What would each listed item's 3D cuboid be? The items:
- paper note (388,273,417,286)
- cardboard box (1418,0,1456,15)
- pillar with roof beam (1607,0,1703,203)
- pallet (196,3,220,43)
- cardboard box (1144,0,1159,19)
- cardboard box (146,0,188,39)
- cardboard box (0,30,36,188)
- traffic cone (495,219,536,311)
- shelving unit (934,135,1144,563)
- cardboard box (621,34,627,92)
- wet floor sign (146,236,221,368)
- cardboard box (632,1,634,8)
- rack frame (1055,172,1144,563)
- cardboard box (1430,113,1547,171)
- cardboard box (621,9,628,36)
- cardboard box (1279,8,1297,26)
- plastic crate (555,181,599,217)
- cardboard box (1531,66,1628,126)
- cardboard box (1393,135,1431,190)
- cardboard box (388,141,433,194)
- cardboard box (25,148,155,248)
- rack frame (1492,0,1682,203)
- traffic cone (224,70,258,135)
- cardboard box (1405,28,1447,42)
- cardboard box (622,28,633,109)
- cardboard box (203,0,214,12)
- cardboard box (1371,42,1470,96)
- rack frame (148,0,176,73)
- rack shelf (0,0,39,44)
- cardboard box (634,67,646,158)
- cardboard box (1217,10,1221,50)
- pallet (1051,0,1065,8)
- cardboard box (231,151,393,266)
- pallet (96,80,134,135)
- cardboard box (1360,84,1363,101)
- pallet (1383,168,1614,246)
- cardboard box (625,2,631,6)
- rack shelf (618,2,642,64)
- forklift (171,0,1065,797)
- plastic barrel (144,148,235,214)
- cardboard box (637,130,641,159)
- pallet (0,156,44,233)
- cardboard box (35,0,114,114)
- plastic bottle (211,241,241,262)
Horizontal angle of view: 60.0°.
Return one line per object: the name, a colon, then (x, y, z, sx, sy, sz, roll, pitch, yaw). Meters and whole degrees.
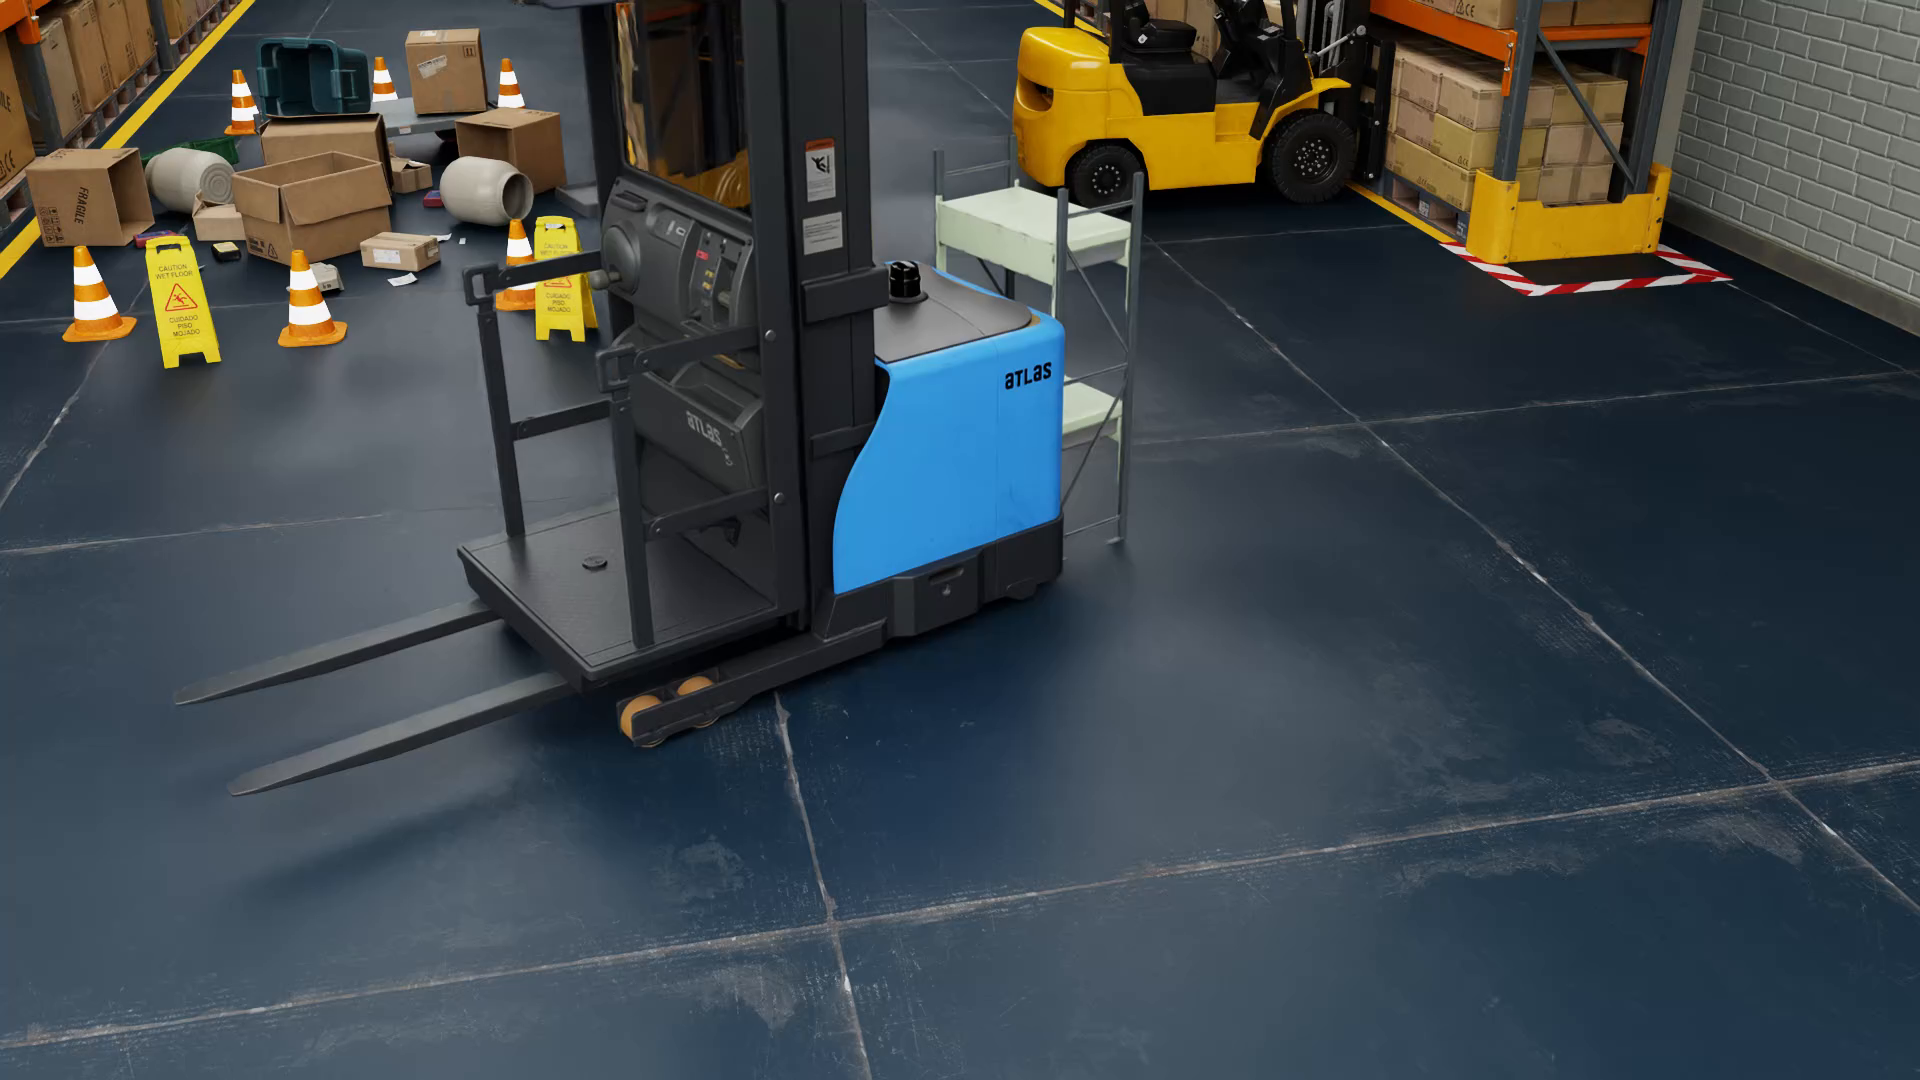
paper note: (-3.265, -1.529, 9.746, 0.148, 0.019, 0.142, -16, 31, -29)
cardboard box: (3.248, -3.610, 10.463, 0.500, 0.500, 0.500, -5, 27, -10)
pillar with roof beam: (0.250, -5.786, 8.226, 9.100, 9.000, 0.400, -6, 27, -12)
pallet: (-8.161, -5.240, 16.897, 1.003, 0.211, 1.213, -6, 27, -12)
cardboard box: (2.202, -5.226, 15.944, 0.875, 0.625, 0.625, -5, 27, -10)
cardboard box: (-7.626, -5.015, 15.665, 0.500, 0.500, 0.500, -7, 28, -14)
cardboard box: (-6.740, -2.807, 10.874, 0.875, 0.875, 0.875, -6, 27, -11)
traffic cone: (-2.466, -1.567, 9.342, 0.336, 0.463, 0.334, -6, 27, -12)
shelving unit: (0.286, -0.754, 6.579, 0.431, 1.500, 0.755, -19, 32, -33)
cardboard box: (-2.300, -3.958, 13.712, 0.950, 0.372, 0.625, -4, 27, -8)
wet floor sign: (-3.977, -1.232, 8.475, 0.267, 0.644, 0.232, -11, 29, -20)
cardboard box: (-1.611, -3.250, 9.419, 0.500, 0.500, 0.500, -6, 27, -11)
rack frame: (0.509, -0.623, 6.320, 0.400, 1.500, 0.023, -19, 32, -33)
cardboard box: (3.308, -2.513, 10.430, 0.500, 0.250, 0.500, -6, 27, -12)
cardboard box: (-2.174, -3.635, 11.656, 0.380, 0.149, 0.250, -6, 27, -11)
cardboard box: (2.730, -3.840, 12.505, 0.500, 0.250, 0.500, -6, 27, -12)
plastic crate: (-2.459, -2.322, 11.262, 0.402, 0.080, 0.583, -16, 31, -29)
cardboard box: (3.799, -2.784, 10.413, 0.500, 0.250, 0.500, -6, 27, -12)
cardboard box: (3.206, -2.501, 10.962, 0.500, 0.250, 0.500, -6, 27, -12)
cardboard box: (-3.921, -2.602, 11.610, 0.396, 0.266, 0.258, 19, 32, 32)
cardboard box: (-5.464, -2.159, 10.470, 0.500, 0.500, 0.500, -1, 27, -3)
rack frame: (3.723, -3.148, 9.657, 1.000, 3.000, 0.127, -6, 27, -12)
traffic cone: (-5.645, -3.461, 13.093, 0.336, 0.463, 0.334, -6, 27, -12)
cardboard box: (3.472, -3.450, 11.731, 0.500, 0.250, 0.500, -6, 27, -13)
cardboard box: (-2.144, -3.406, 11.923, 0.500, 0.500, 0.500, -5, 27, -9)
cardboard box: (-7.978, -5.684, 16.991, 0.500, 0.500, 0.500, -7, 28, -13)
cardboard box: (3.071, -3.169, 11.175, 0.500, 0.250, 0.500, -6, 27, -11)
rack frame: (-7.715, -5.607, 14.530, 1.000, 3.000, 0.127, -6, 27, -12)
rack shelf: (-6.363, -2.652, 9.473, 1.077, 0.370, 4.000, -6, 27, -12)
cardboard box: (-1.775, -2.713, 10.549, 0.500, 0.500, 0.500, -7, 28, -13)
cardboard box: (2.693, -4.259, 14.028, 0.875, 0.625, 0.625, -5, 27, -9)
pallet: (1.517, -6.281, 18.960, 1.003, 0.211, 1.213, -6, 27, -12)
cardboard box: (-3.975, -2.042, 10.236, 0.637, 0.503, 0.797, 19, 32, 32)
pallet: (-7.340, -3.474, 13.398, 1.003, 0.211, 1.213, -6, 27, -12)
cardboard box: (2.960, -3.179, 11.749, 0.500, 0.250, 0.500, -6, 27, -12)
pallet: (3.510, -2.234, 10.942, 1.003, 0.211, 1.213, -6, 27, -12)
cardboard box: (-1.976, -3.552, 10.738, 0.380, 0.149, 0.250, -6, 27, -11)
rack shelf: (-1.563, -3.199, 10.557, 1.077, 0.370, 4.000, -6, 27, -12)
forklift: (-1.092, -0.903, 5.286, 3.031, 2.935, 1.130, -19, 32, -32)
plastic barrel: (-5.064, -2.359, 10.953, 0.512, 0.421, 0.421, 13, 30, 24)
cardboard box: (-1.891, -2.606, 11.169, 0.500, 0.250, 0.500, -6, 27, -12)
pallet: (-6.719, -2.264, 11.002, 1.003, 0.211, 1.213, -6, 27, -12)
cardboard box: (-7.255, -3.721, 12.825, 1.050, 0.750, 0.750, -6, 27, -12)
plastic bottle: (-4.512, -1.777, 10.204, 0.133, 0.061, 0.283, -16, 31, -29)
